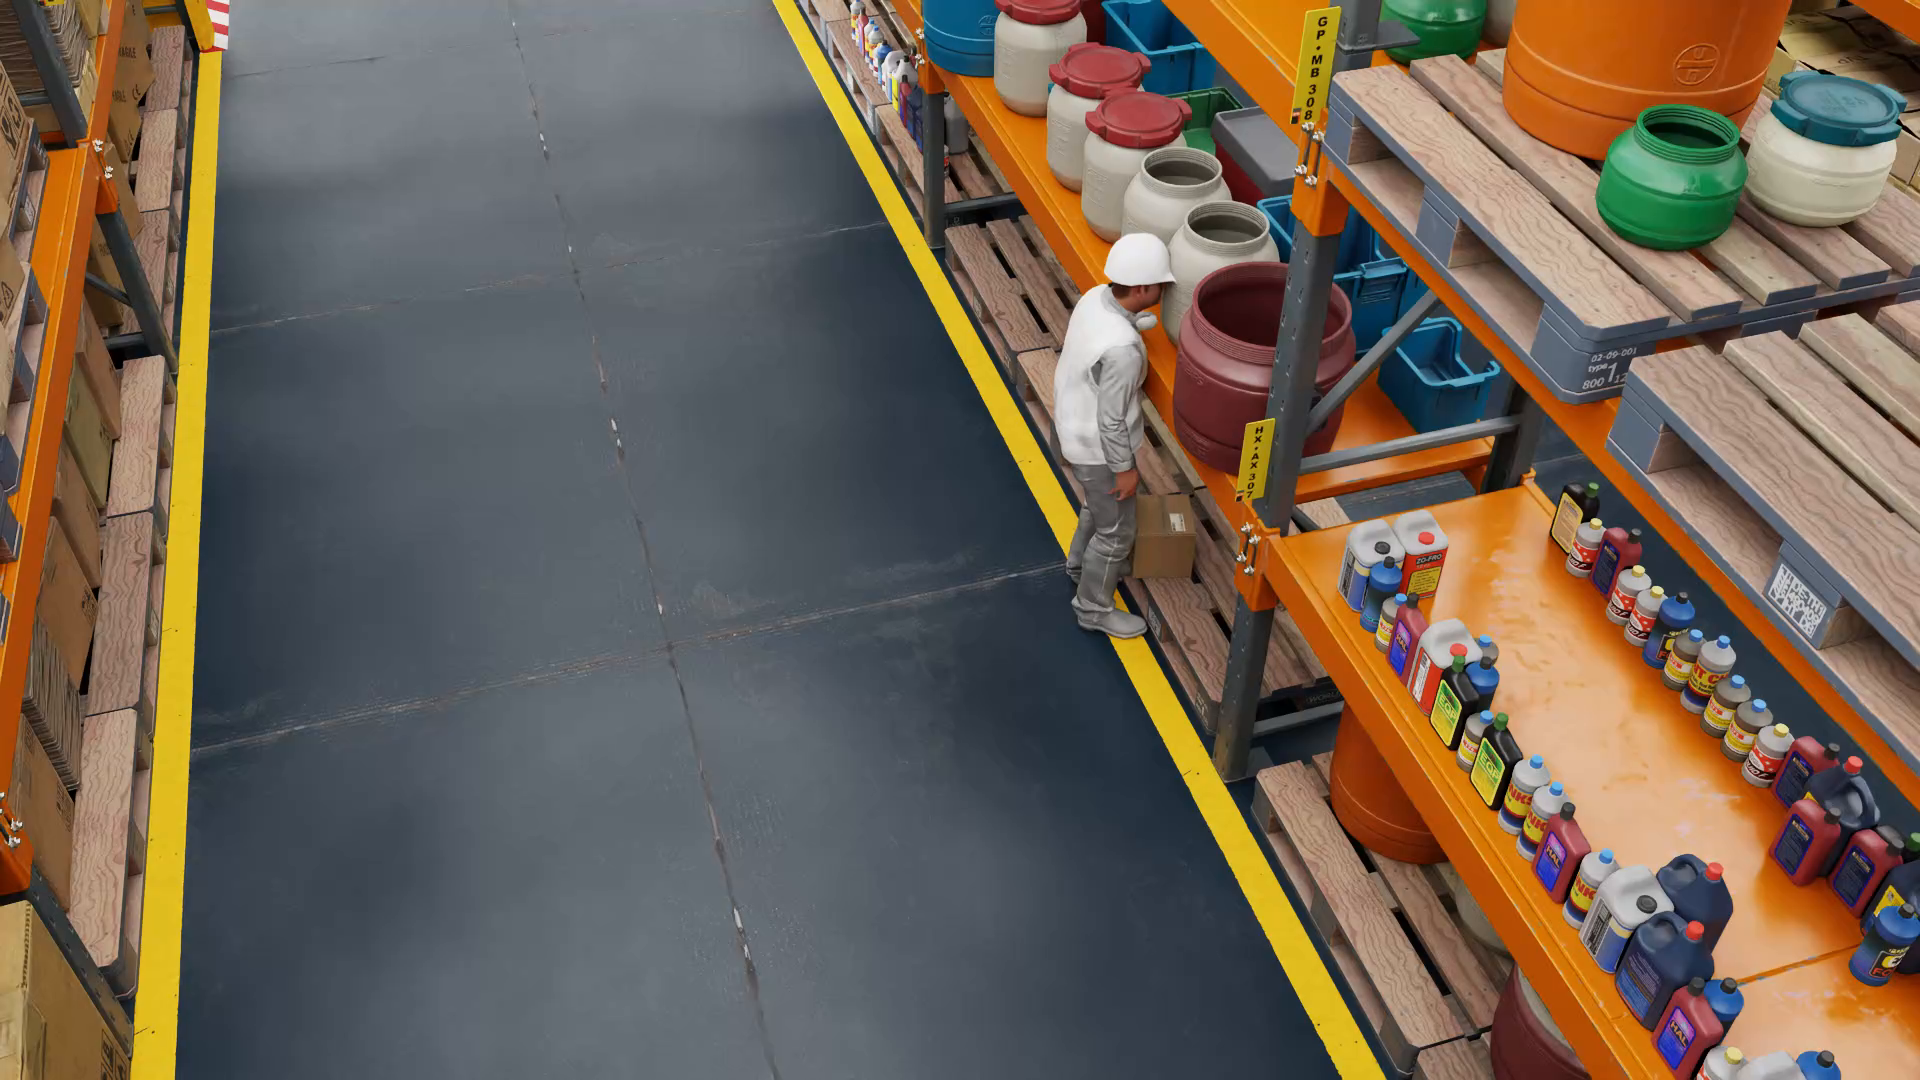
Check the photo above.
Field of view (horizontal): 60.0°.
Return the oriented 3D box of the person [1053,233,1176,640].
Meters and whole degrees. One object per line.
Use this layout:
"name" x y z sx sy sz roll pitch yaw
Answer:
"person" 0.598 -0.425 6.614 0.463 1.770 0.585 -2 42 -2
